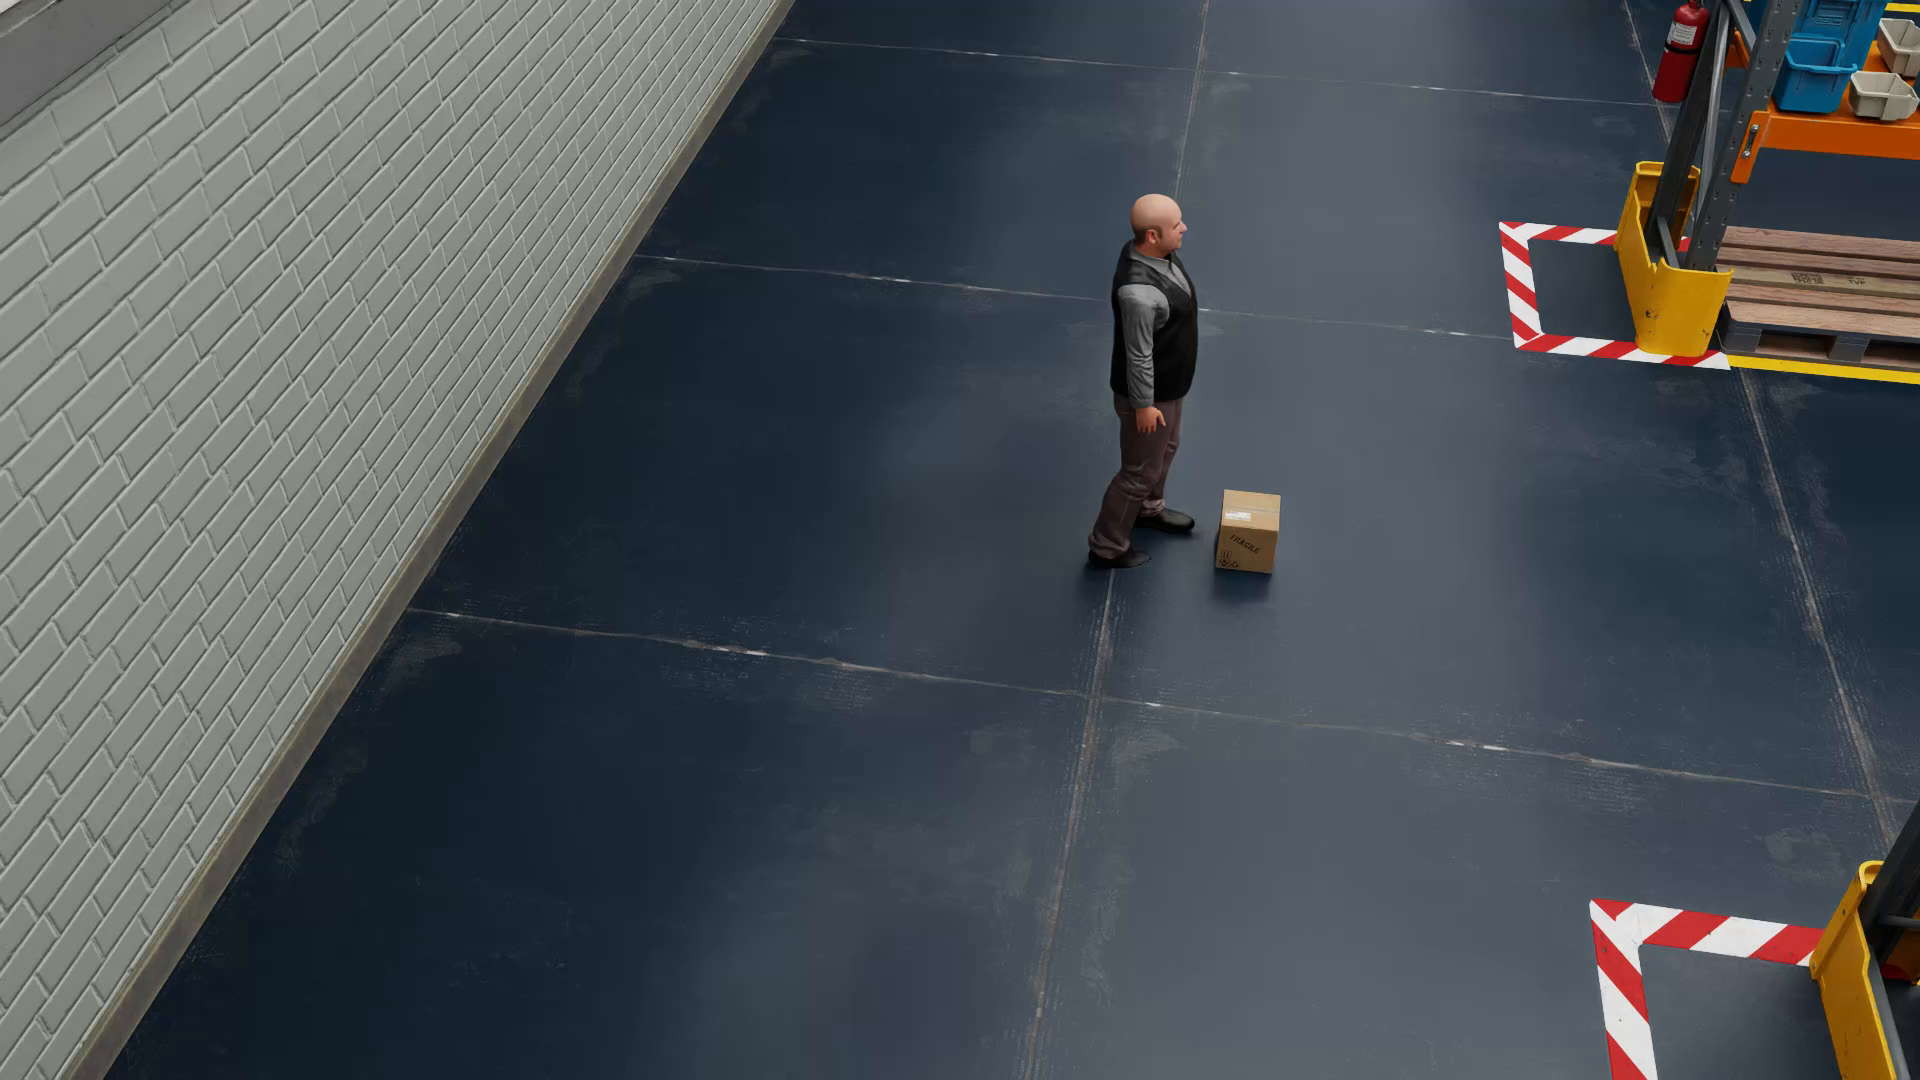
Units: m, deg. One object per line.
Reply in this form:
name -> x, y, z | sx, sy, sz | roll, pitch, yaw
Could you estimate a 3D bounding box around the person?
person -> 0.821, -0.646, 6.970 | 0.452, 1.760, 0.540 | 8, 41, 9
